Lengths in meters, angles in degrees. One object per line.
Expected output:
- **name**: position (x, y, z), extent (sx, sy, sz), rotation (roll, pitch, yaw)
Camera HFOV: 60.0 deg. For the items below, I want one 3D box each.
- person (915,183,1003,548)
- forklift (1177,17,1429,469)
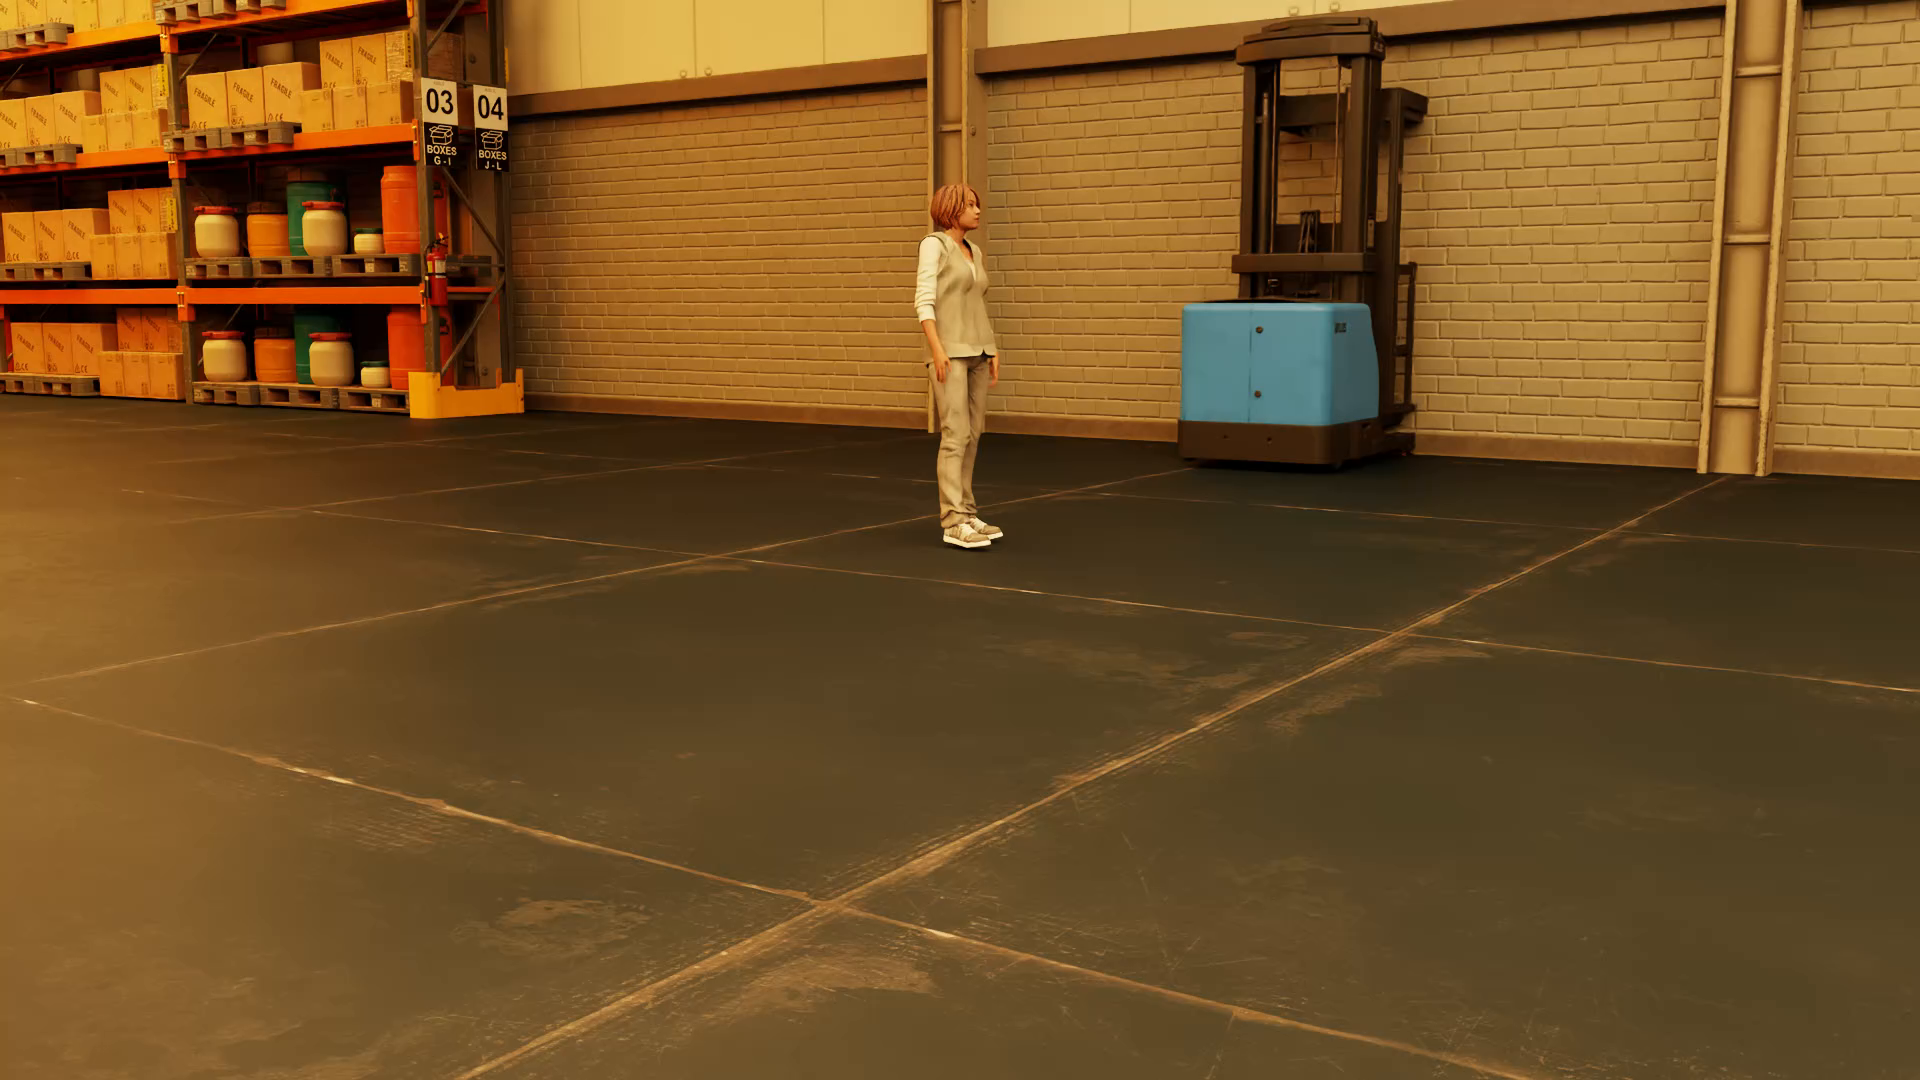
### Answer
- **person**: position (0.054, -0.791, 7.437), extent (0.473, 1.599, 0.520), rotation (5, 10, 34)
- **forklift**: position (2.632, -2.069, 11.740), extent (1.130, 2.935, 3.031), rotation (5, 9, 31)
